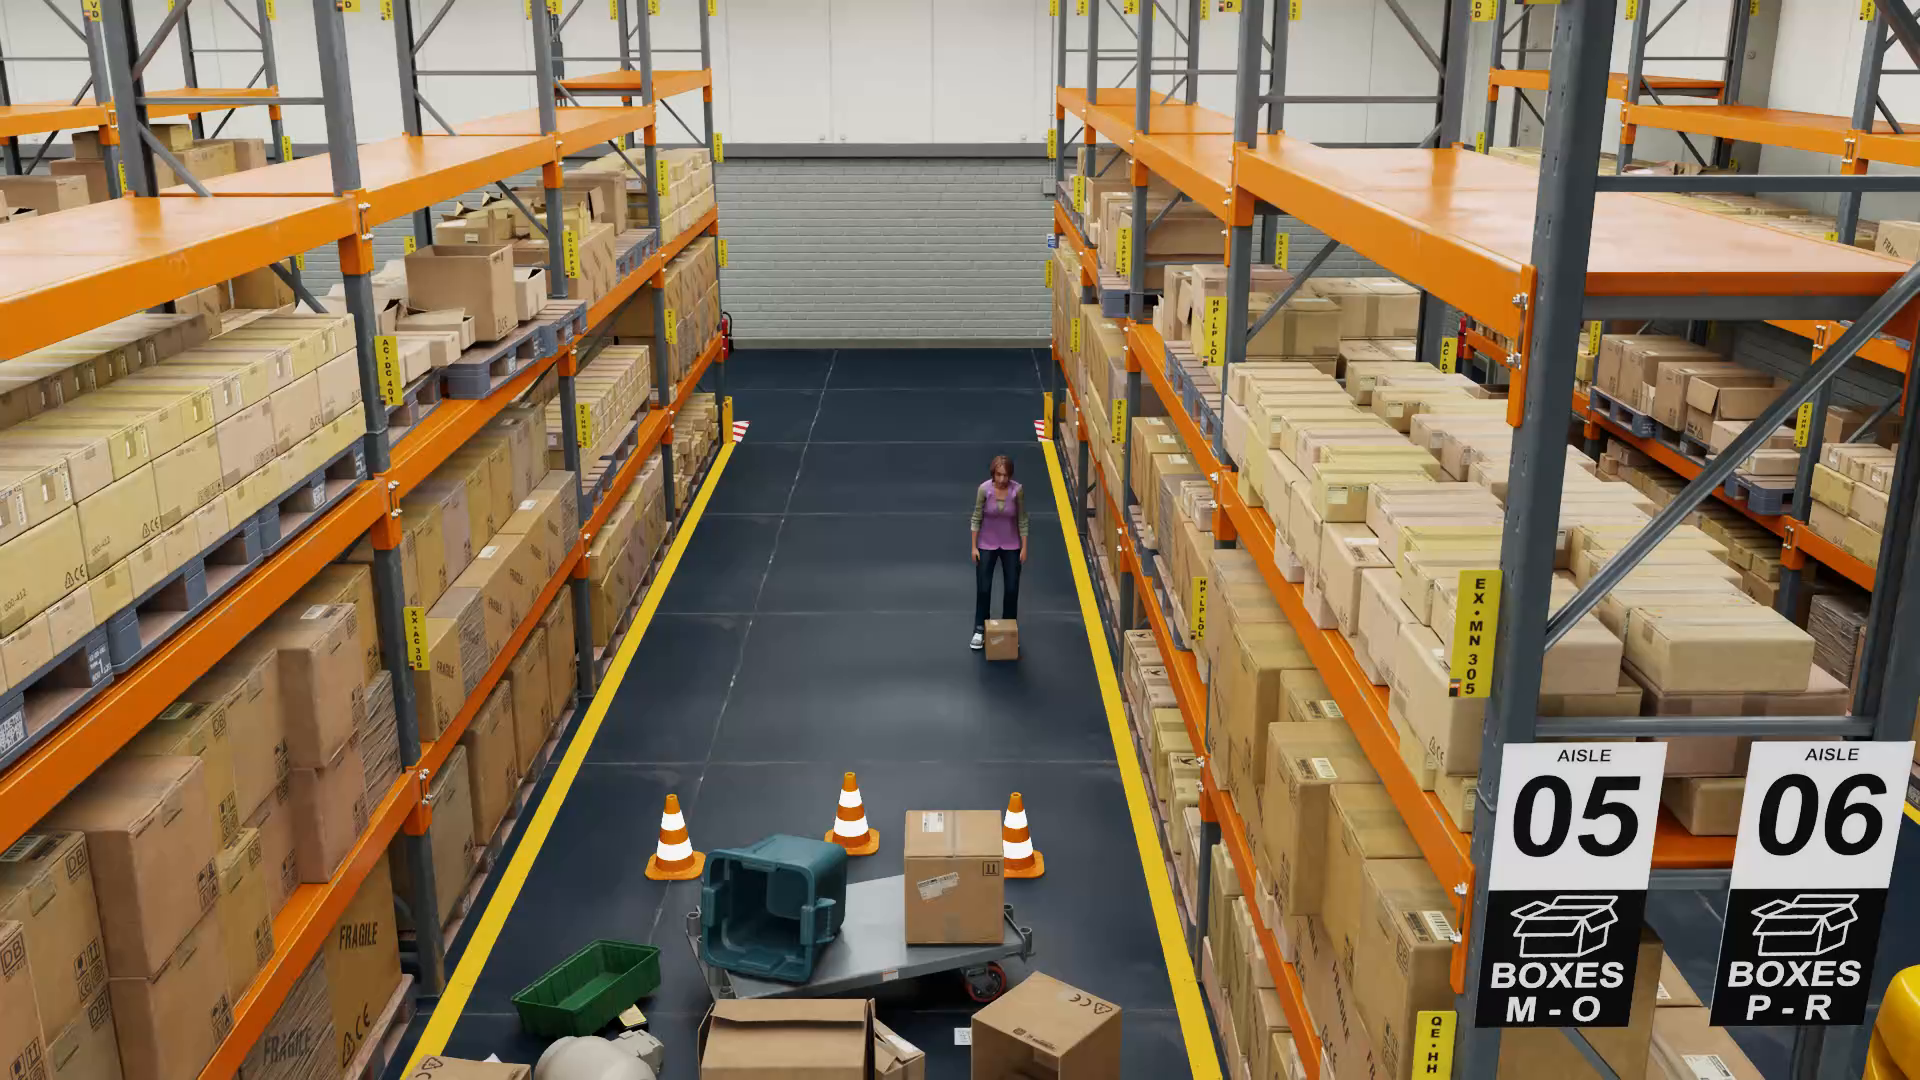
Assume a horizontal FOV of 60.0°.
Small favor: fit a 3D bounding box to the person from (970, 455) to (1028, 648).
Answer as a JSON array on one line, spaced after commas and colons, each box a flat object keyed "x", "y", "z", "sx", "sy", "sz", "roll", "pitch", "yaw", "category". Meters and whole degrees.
[{"x": 0.315, "y": 0.083, "z": 13.299, "sx": 0.463, "sy": 1.593, "sz": 0.345, "roll": 0, "pitch": 17, "yaw": -1, "category": "person"}]
